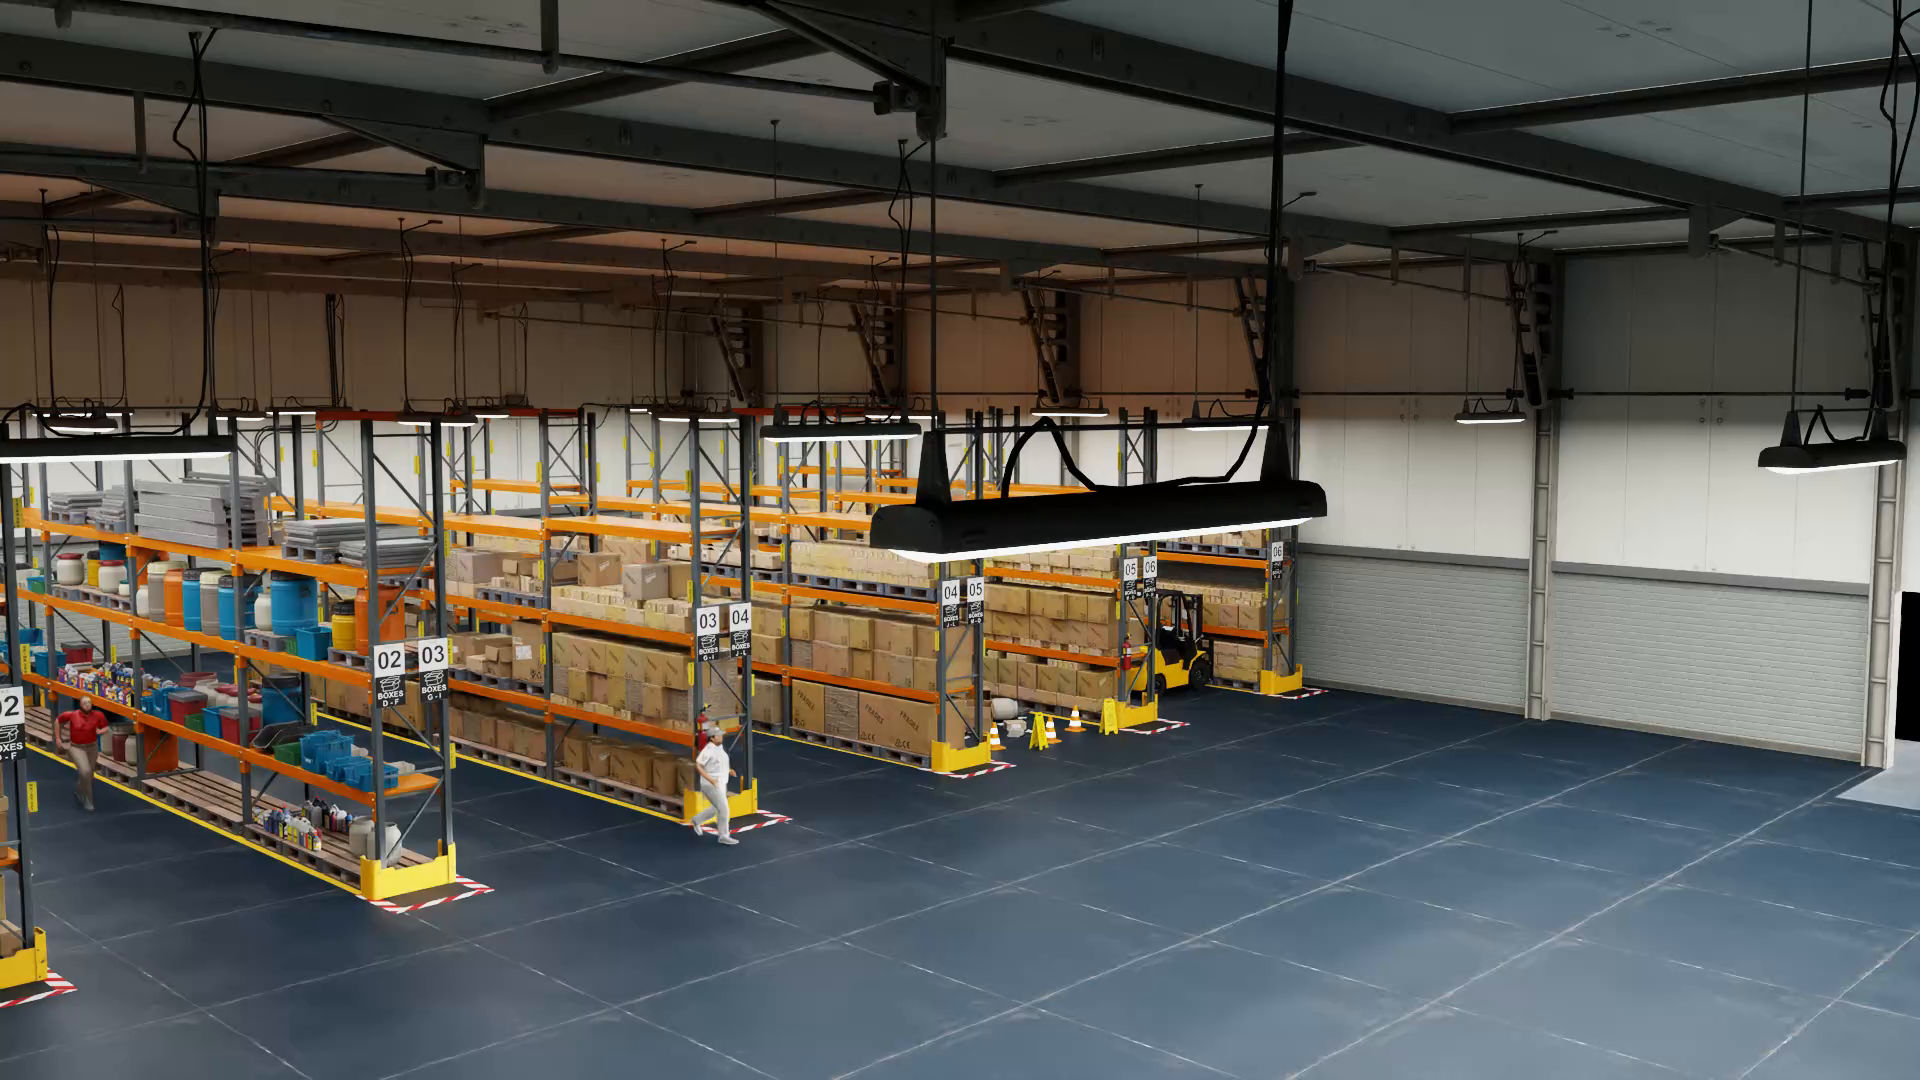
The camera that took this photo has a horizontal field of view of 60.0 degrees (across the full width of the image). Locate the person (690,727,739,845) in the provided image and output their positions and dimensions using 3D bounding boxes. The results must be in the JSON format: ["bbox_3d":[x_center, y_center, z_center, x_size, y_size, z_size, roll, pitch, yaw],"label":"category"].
[{"bbox_3d":[-3.473,3.439,23.370,0.748,1.655,0.635,1,5,12],"label":"person"}]

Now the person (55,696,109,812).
[{"bbox_3d":[-13.370,3.242,25.379,0.860,1.778,0.686,5,7,45],"label":"person"}]

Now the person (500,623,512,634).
[{"bbox_3d":[-11.406,1.728,41.692,0.706,1.752,0.984,3,6,31],"label":"person"}]
